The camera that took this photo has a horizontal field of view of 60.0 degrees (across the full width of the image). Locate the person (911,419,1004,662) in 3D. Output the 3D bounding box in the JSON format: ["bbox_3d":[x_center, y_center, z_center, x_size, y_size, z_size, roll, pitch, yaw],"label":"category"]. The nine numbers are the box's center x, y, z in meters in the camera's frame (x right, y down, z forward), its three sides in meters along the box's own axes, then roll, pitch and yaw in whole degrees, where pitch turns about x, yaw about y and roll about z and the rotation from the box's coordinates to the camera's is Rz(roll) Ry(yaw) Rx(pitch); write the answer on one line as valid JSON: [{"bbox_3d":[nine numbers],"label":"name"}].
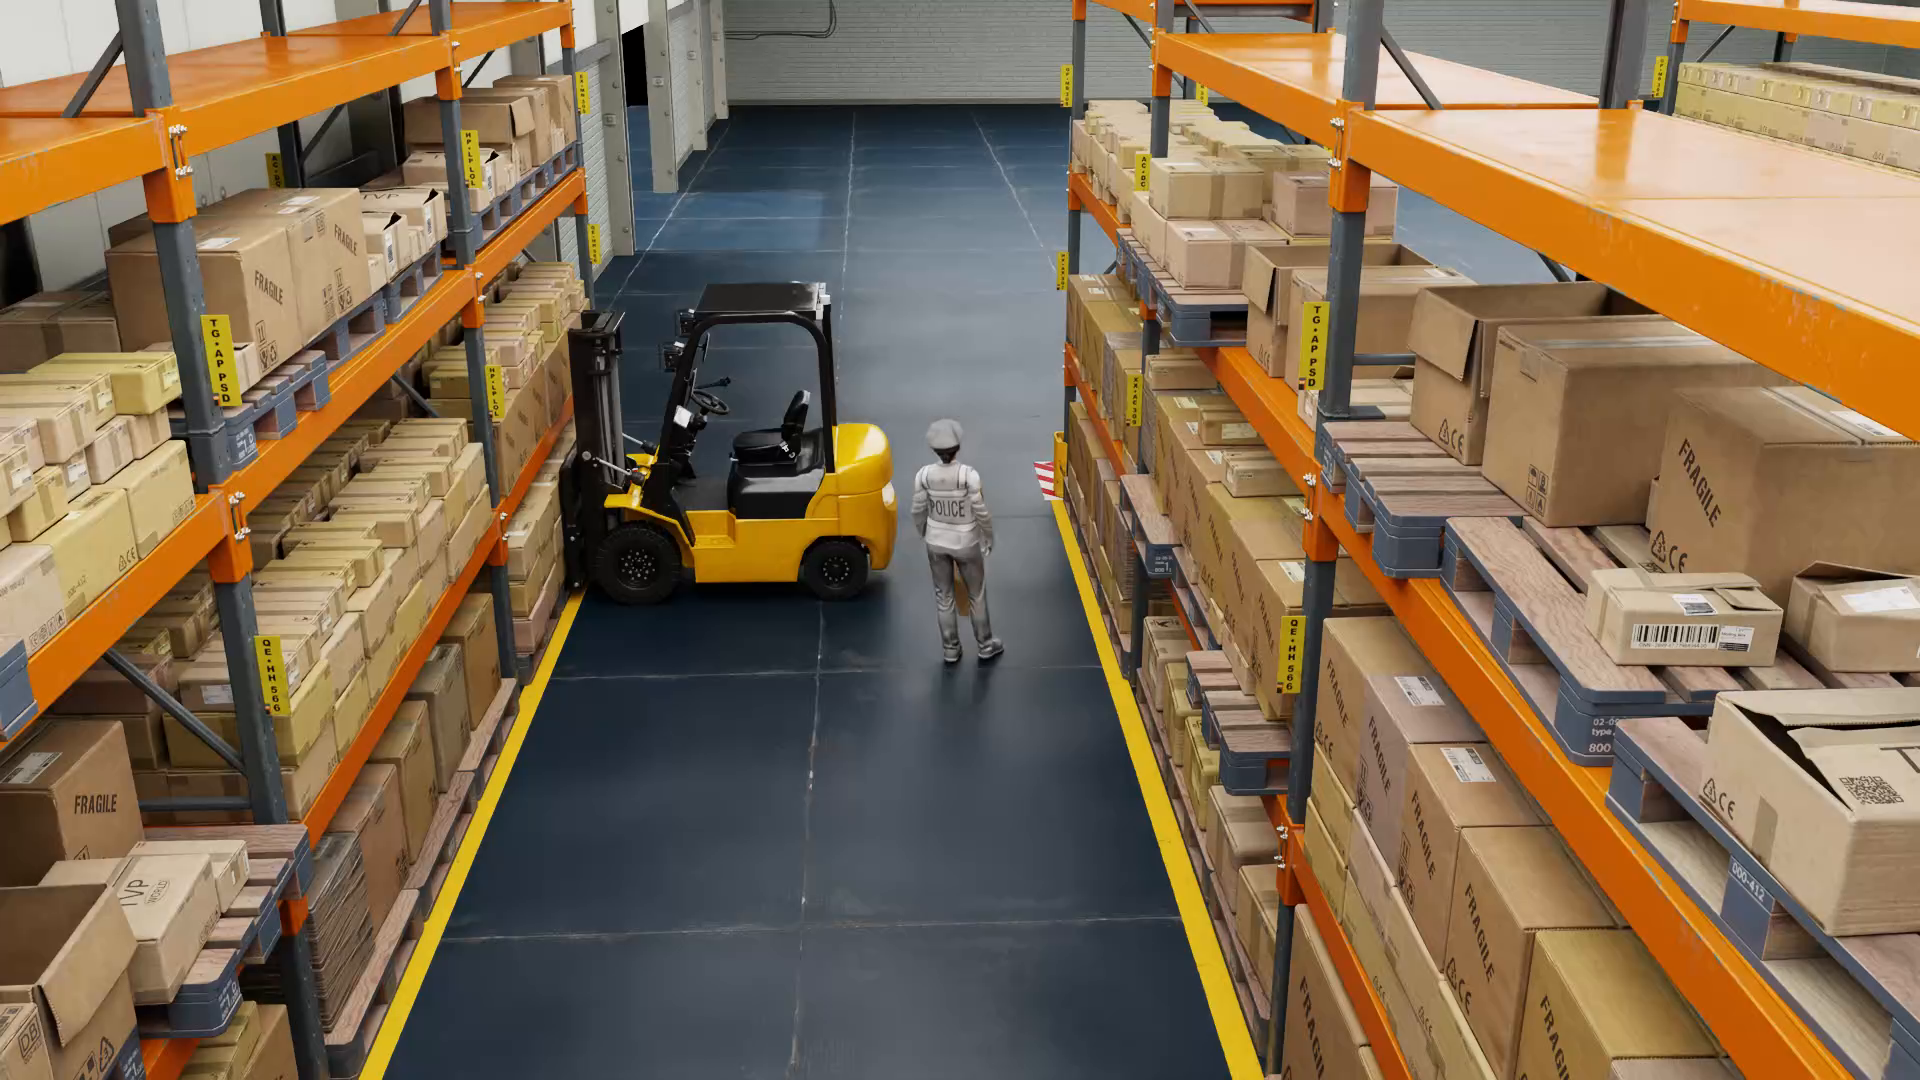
[{"bbox_3d":[-0.021,0.000,11.005,0.564,1.696,0.540,6,21,15],"label":"person"}]
